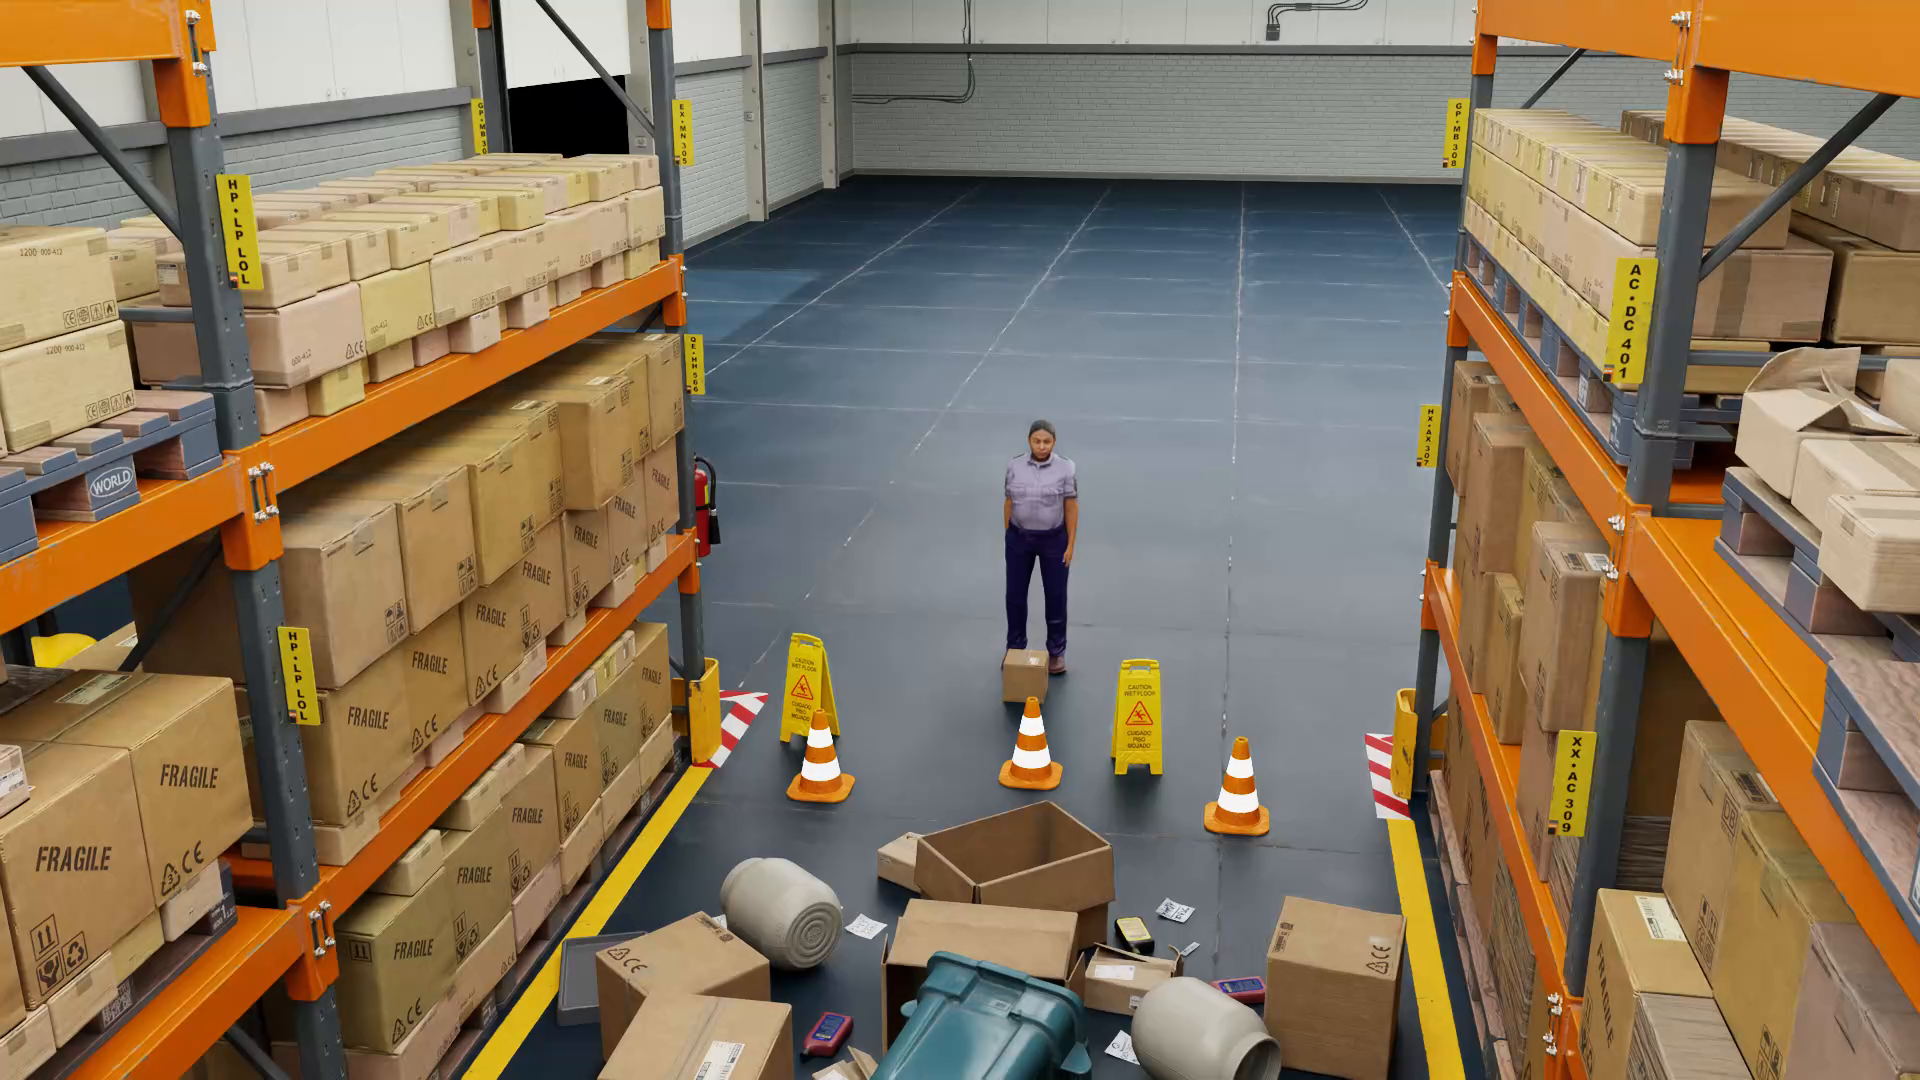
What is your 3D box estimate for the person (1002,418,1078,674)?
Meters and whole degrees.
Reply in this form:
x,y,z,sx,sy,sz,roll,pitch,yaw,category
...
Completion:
x,y,z,sx,sy,sz,roll,pitch,yaw,category
0.504,0.036,10.481,0.469,1.646,0.342,3,18,10,person
